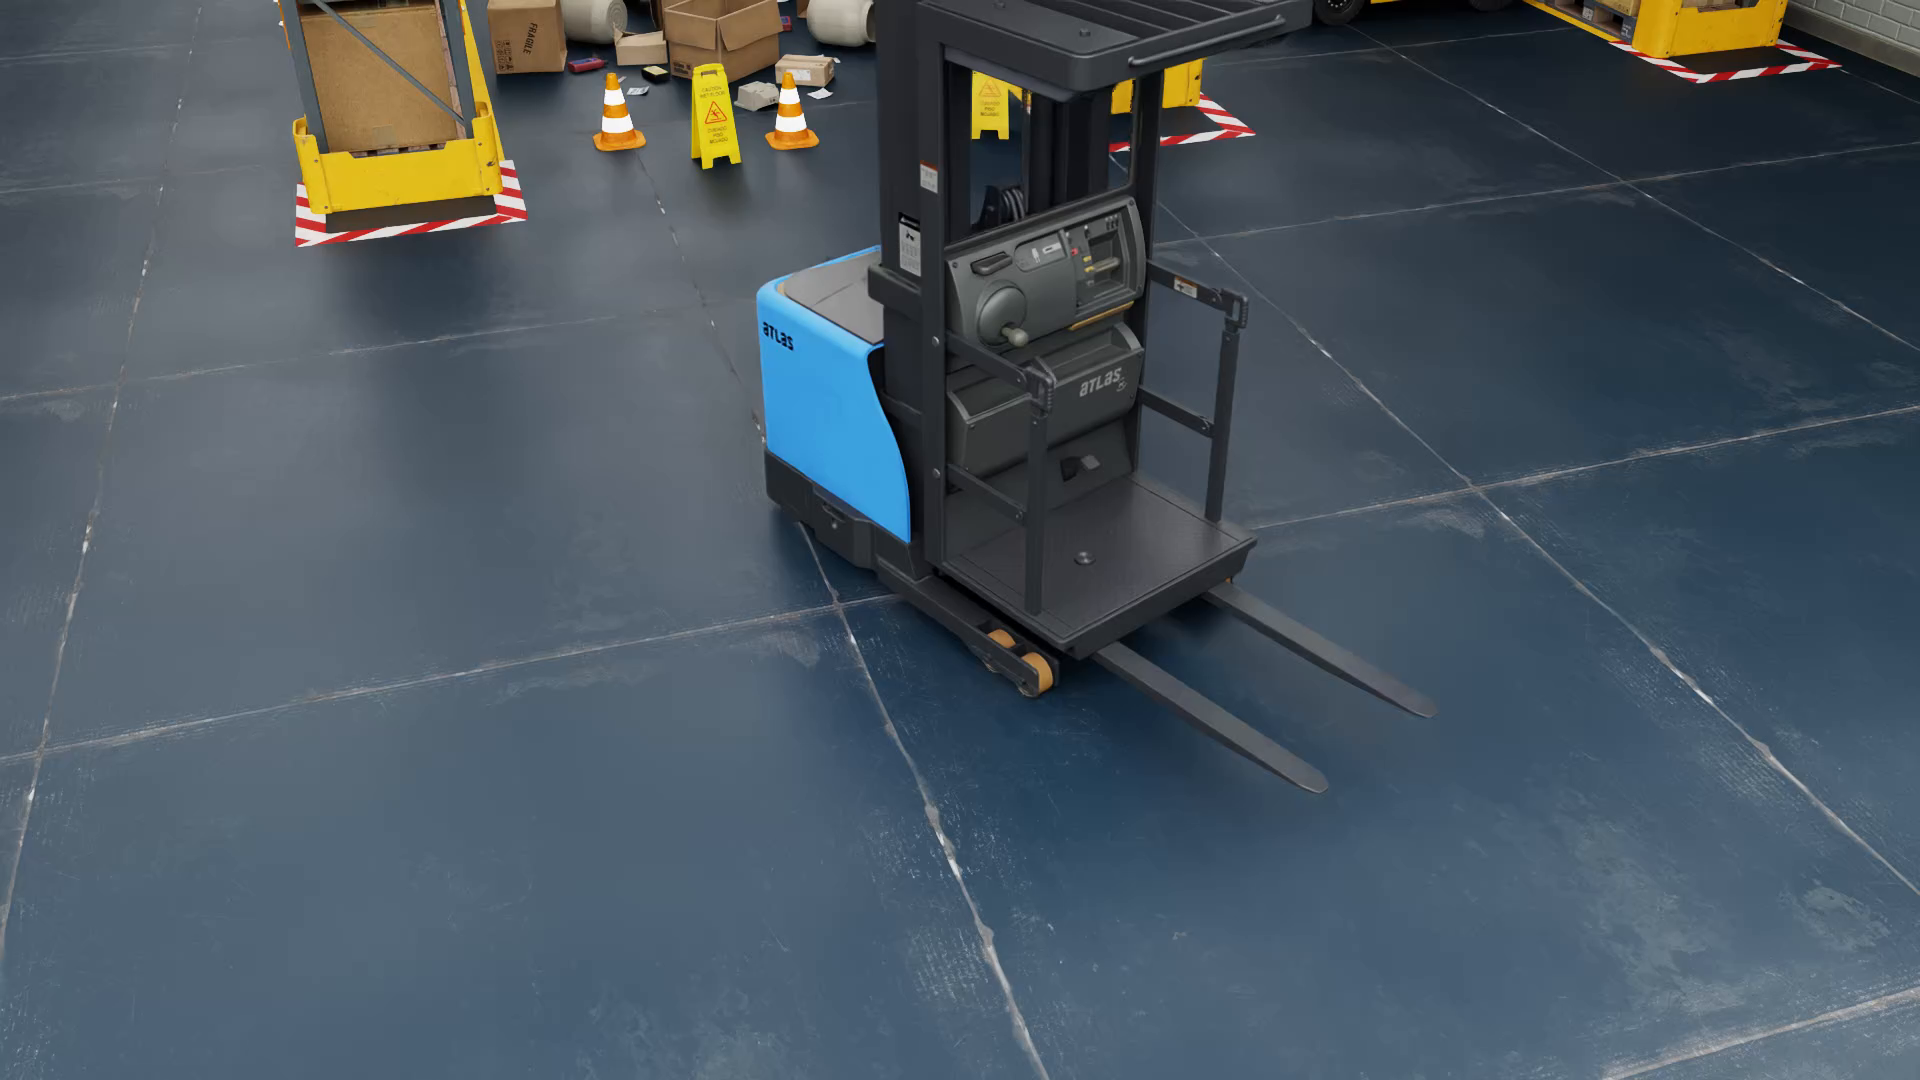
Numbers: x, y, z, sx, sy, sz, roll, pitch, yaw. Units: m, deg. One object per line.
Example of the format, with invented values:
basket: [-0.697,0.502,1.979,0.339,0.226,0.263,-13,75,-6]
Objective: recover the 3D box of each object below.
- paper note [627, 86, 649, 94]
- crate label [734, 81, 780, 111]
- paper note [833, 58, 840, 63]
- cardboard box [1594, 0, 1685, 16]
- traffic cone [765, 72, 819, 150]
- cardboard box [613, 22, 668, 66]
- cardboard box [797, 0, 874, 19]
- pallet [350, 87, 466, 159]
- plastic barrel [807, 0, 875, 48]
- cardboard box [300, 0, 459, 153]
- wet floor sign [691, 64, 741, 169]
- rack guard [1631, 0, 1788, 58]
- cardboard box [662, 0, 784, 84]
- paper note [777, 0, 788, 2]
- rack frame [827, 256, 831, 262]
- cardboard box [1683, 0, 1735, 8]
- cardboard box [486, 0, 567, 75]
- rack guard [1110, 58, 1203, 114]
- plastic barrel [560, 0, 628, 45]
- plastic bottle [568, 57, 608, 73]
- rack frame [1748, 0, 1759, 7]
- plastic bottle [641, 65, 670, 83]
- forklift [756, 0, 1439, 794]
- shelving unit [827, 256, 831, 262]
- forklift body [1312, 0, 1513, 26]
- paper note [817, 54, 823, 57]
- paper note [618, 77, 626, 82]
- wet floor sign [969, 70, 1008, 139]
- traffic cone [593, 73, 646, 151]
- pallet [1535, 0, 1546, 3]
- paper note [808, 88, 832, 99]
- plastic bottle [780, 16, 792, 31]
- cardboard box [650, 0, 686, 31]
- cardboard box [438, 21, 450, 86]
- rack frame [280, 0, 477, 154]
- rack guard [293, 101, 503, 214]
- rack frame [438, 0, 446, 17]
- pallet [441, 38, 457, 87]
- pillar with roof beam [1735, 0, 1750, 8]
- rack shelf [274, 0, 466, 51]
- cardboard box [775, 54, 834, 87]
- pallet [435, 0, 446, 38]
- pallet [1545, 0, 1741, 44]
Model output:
paper note: [-2.368,-3.310,12.232,0.144,0.017,0.142,1,33,2]
crate label: [-1.448,-3.199,11.967,0.298,0.136,0.250,27,42,34]
paper note: [-0.955,-3.710,12.856,0.032,0.001,0.123,-10,35,-15]
cardboard box: [5.445,-4.406,13.310,0.500,0.250,0.500,-10,35,-14]
traffic cone: [-1.149,-2.933,11.269,0.336,0.463,0.334,-10,35,-15]
cardboard box: [-2.462,-3.829,12.804,0.396,0.266,0.258,-4,34,-6]
cardboard box: [-1.026,-4.615,13.778,0.500,0.500,0.500,13,36,18]
pallet: [-3.838,-2.705,11.153,1.003,0.211,1.213,-10,35,-15]
plastic barrel: [-0.908,-4.103,13.075,0.512,0.421,0.421,13,36,18]
cardboard box: [-3.789,-3.096,10.761,0.875,0.875,0.875,-10,35,-14]
wet floor sign: [-1.625,-2.798,10.899,0.267,0.644,0.232,-16,37,-23]
rack guard: [5.897,-4.129,13.045,1.175,0.500,0.348,-10,35,-15]
cardboard box: [-1.783,-3.803,12.548,0.637,0.503,0.797,19,38,26]
paper note: [-1.520,-4.644,14.250,0.148,0.019,0.142,-10,35,-15]
rack frame: [-0.488,-0.923,7.831,0.240,0.900,0.006,-4,34,-6]
cardboard box: [5.926,-4.503,13.457,0.500,0.250,0.500,-10,35,-15]
cardboard box: [-3.289,-3.878,12.663,0.500,0.500,0.500,-4,34,-6]
rack guard: [1.140,-3.345,11.858,1.175,0.500,0.348,-10,35,-15]
plastic barrel: [-2.933,-4.150,13.146,0.512,0.421,0.421,13,36,18]
plastic bottle: [-2.835,-3.630,12.689,0.283,0.061,0.133,-23,40,-31]
rack frame: [5.890,-5.184,12.375,1.000,3.000,0.127,-10,35,-15]
plastic bottle: [-2.306,-3.512,12.510,0.133,0.061,0.283,-23,40,-31]
forklift: [0.473,-0.942,6.016,1.130,2.935,3.031,-25,41,-33]
shelving unit: [-0.474,-0.868,7.747,0.258,0.900,0.210,-4,34,-6]
forklift body: [3.574,-5.519,13.651,2.313,2.155,1.214,-10,35,-15]
paper note: [-1.137,-3.737,12.888,0.148,0.019,0.142,1,33,2]
paper note: [-2.538,-3.454,12.468,0.032,0.001,0.123,7,34,10]
wet floor sign: [0.203,-3.086,11.334,0.267,0.644,0.232,1,33,2]
traffic cone: [-2.329,-2.921,11.251,0.336,0.463,0.334,-10,35,-15]
pallet: [5.248,-5.055,14.708,1.003,0.211,1.213,-10,35,-15]
paper note: [-1.020,-3.271,12.172,0.148,0.019,0.142,-23,40,-31]
plastic bottle: [-1.449,-4.229,13.594,0.133,0.061,0.283,-4,34,-6]
cardboard box: [-2.076,-4.349,13.252,0.797,0.637,0.503,-10,35,-15]
cardboard box: [-4.060,-3.557,11.459,0.875,0.875,0.875,-11,35,-15]
rack frame: [-3.520,-3.462,9.769,1.000,3.000,0.127,-10,35,-15]
rack guard: [-3.512,-2.407,10.439,1.175,0.500,0.348,-10,35,-15]
rack frame: [-4.740,-5.562,12.947,1.000,3.000,0.127,-10,35,-15]
pallet: [-4.207,-3.345,12.120,1.003,0.211,1.213,-10,35,-15]
pillar with roof beam: [2.436,-7.480,10.408,9.100,9.000,0.400,-10,35,-15]
rack shelf: [-4.130,-4.212,11.556,1.077,0.370,4.000,-10,35,-15]
cardboard box: [-1.160,-3.506,12.421,0.380,0.149,0.250,7,34,10]
pallet: [-4.582,-3.987,13.091,1.003,0.211,1.213,-10,35,-15]
pallet: [5.616,-4.415,13.741,1.003,0.211,1.213,-10,35,-15]
